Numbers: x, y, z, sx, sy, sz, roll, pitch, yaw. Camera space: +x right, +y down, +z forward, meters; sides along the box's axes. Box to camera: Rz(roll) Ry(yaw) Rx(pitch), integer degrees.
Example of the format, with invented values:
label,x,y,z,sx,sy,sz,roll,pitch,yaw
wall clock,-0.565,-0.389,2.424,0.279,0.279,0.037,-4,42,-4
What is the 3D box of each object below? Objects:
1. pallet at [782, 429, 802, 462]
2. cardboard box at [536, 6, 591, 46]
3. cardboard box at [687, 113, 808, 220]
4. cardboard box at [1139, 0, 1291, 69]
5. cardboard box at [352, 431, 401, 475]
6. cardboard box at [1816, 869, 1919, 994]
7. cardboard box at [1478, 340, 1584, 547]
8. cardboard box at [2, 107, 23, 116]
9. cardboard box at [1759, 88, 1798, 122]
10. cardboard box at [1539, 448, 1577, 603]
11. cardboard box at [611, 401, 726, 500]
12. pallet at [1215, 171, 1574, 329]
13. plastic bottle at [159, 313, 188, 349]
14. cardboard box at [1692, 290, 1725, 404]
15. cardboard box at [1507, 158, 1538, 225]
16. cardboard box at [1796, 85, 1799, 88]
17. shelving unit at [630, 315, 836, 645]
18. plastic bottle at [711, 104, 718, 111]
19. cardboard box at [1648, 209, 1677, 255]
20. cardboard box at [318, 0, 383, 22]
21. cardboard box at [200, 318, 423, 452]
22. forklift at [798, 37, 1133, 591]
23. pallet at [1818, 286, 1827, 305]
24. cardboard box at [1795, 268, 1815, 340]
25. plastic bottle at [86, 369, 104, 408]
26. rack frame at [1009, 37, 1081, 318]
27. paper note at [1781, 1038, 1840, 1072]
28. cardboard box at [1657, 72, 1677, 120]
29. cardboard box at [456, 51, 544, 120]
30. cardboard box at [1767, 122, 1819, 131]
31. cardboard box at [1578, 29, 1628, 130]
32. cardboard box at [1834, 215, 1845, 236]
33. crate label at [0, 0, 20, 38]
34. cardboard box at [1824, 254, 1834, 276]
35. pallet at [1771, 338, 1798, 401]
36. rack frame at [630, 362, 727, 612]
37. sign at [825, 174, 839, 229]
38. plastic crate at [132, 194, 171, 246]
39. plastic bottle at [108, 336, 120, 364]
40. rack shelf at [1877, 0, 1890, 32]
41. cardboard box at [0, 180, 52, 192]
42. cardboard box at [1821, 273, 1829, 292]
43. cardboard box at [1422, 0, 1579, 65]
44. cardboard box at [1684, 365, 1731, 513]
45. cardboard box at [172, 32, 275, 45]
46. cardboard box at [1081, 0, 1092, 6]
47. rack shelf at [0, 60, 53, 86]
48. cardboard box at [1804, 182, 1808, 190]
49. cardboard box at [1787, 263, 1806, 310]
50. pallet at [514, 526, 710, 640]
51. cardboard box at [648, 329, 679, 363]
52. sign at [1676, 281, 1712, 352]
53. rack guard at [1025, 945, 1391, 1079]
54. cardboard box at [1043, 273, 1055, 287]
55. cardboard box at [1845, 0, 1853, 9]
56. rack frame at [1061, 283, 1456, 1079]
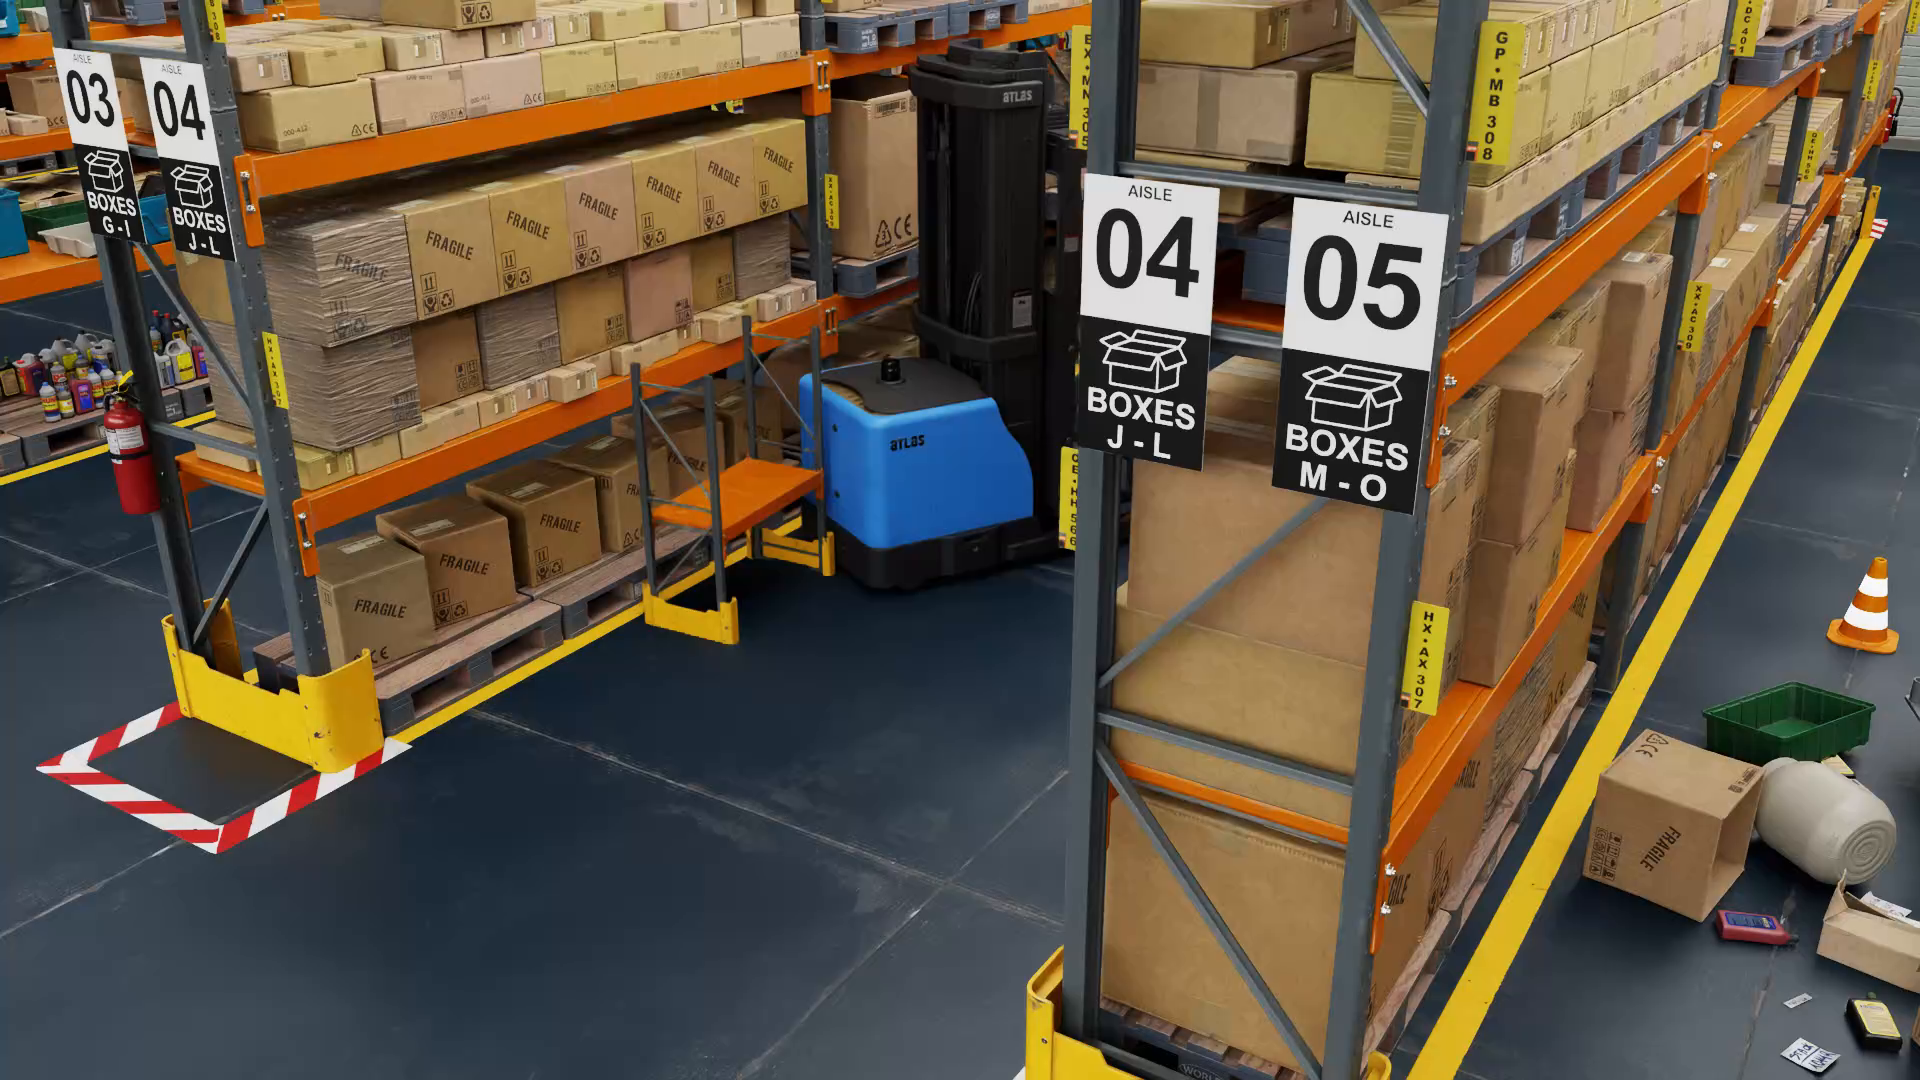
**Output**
label,x,y,z,sx,sy,sz,roll,pitch,yaw
pallet,-0.842,-0.768,11.758,1.003,0.211,1.213,14,27,29
cardboard box,-2.085,-2.586,8.360,0.380,0.149,0.250,13,26,27
cardboard box,-1.255,-2.216,9.834,0.500,0.500,0.500,14,27,29
cardboard box,0.688,-1.411,4.617,0.380,0.149,0.250,14,27,29
cardboard box,-2.860,-0.446,7.820,0.380,0.149,0.250,14,27,29
cardboard box,3.567,1.510,6.428,0.396,0.266,0.258,20,30,38
cardboard box,1.650,-0.408,5.868,0.875,0.550,0.550,14,27,29
cardboard box,-9.358,-4.135,16.195,0.396,0.266,0.258,13,27,28
cardboard box,7.144,-3.816,14.788,0.500,0.500,0.500,14,27,29
cardboard box,1.874,-0.105,6.527,0.875,0.550,0.500,14,27,29
cardboard box,-1.792,-0.508,10.266,0.500,0.500,0.500,-18,29,-36
pallet,1.181,-0.949,5.003,1.003,0.211,1.213,14,27,29
plastic bottle,-6.115,-1.593,12.934,0.144,0.351,0.185,14,27,29
cardboard box,3.681,-1.048,8.770,0.500,0.500,0.500,14,27,29
cardboard box,1.386,-0.995,4.659,0.380,0.149,0.250,14,27,29
cardboard box,7.147,-4.267,14.573,0.500,0.500,0.500,13,27,27
shelving unit,-1.236,-0.363,9.200,0.587,1.500,1.083,12,26,25
plastic bottle,-2.493,-4.389,16.759,0.061,0.283,0.133,14,27,29
cardboard box,3.166,-1.384,8.287,0.700,0.500,0.500,13,27,28
cardboard box,-2.759,-2.799,8.034,0.500,0.500,0.500,14,27,29
cardboard box,-3.048,-0.796,7.814,0.875,0.500,0.500,14,27,29
forklift,0.567,-1.469,9.954,3.031,2.935,1.130,-13,27,-27
pallet,7.453,-2.365,15.448,1.003,0.211,1.213,14,27,29
cardboard box,6.682,-1.981,13.668,0.500,0.500,0.500,13,27,28
plastic bottle,-6.167,-1.084,11.859,0.097,0.271,0.097,0,23,0
rack frame,0.858,-3.134,13.714,1.000,3.000,0.127,14,27,29
paper note,3.046,1.843,5.956,0.142,0.017,0.144,-17,29,-35
cardboard box,2.453,-1.678,6.236,0.380,0.149,0.250,14,27,30
cardboard box,-2.356,-2.192,7.951,0.500,0.250,0.500,14,27,29
cardboard box,6.254,-3.054,12.568,0.380,0.149,0.250,13,27,28
cardboard box,1.804,-1.495,5.311,0.500,0.250,0.500,14,27,29
cardboard box,8.096,-2.979,15.667,0.380,0.149,0.250,15,27,30
crate label,-6.301,-3.343,10.608,0.502,0.251,0.408,14,27,29
cardboard box,7.592,-2.487,14.905,0.380,0.149,0.250,15,28,31
pallet,6.077,-1.455,13.345,1.003,0.211,1.213,14,27,29
rack frame,-1.474,-0.180,8.778,0.500,1.500,0.032,12,26,25
sign,-0.787,-2.070,10.167,0.100,0.325,0.005,14,27,29
plastic crate,-5.813,-2.324,12.029,0.499,0.251,0.616,14,27,29
plastic bottle,-6.460,-1.481,12.762,0.061,0.283,0.133,15,28,31
rack shelf,8.184,-5.132,15.459,1.077,0.370,4.000,14,27,29
cardboard box,-9.426,-3.423,16.609,0.500,0.311,0.500,15,27,30
cardboard box,7.594,-2.351,14.964,0.380,0.149,0.250,13,26,27
cardboard box,1.513,-1.443,4.690,0.380,0.149,0.250,13,27,28
cardboard box,4.163,-0.739,10.484,1.050,0.750,0.750,14,27,30
cardboard box,-3.243,-2.147,7.346,0.380,0.149,0.250,13,27,27
cardboard box,0.816,-4.230,12.659,0.500,0.250,0.500,14,27,29
rack shelf,-12.821,-5.243,19.491,1.077,0.370,4.000,14,27,29
cardboard box,6.262,-2.782,12.689,0.380,0.149,0.250,13,27,27
cardboard box,6.128,-1.968,12.694,0.500,0.250,0.500,14,27,29
pallet,-2.219,0.143,9.654,1.003,0.211,1.213,14,27,29
cardboard box,-1.817,-1.123,9.385,0.380,0.149,0.250,14,27,29
sign,3.381,-1.029,7.661,0.100,0.325,0.005,14,27,29
rack guard,0.786,1.795,5.475,1.175,0.500,0.348,14,27,29
cardboard box,0.522,-1.959,13.592,0.700,0.500,0.500,12,26,26
cardboard box,5.804,-3.790,11.329,0.500,0.500,0.500,14,27,29
rack frame,0.799,0.639,4.997,1.000,3.000,0.127,14,27,29
